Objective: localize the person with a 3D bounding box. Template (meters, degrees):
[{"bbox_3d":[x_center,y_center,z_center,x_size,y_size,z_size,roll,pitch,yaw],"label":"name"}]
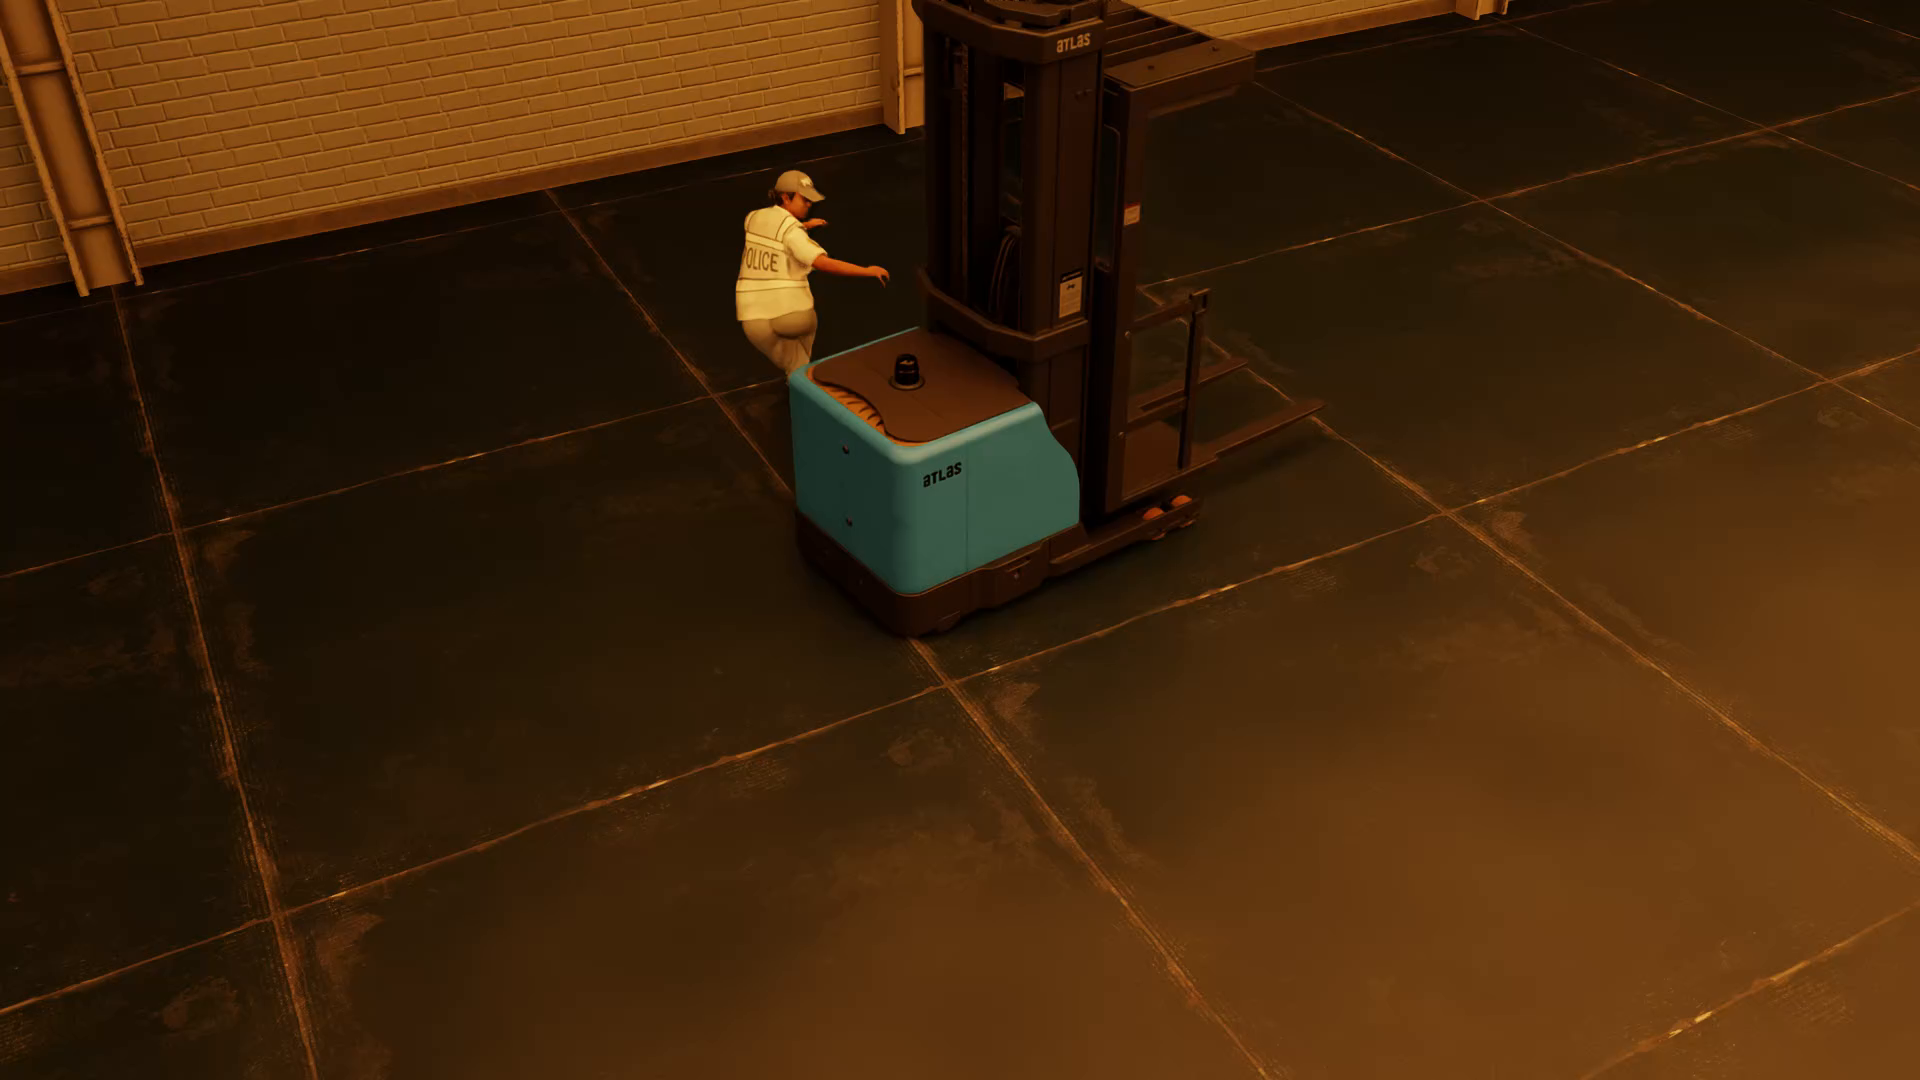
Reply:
[{"bbox_3d":[-0.798,-1.367,9.364,0.899,1.442,0.980,10,36,13],"label":"person"}]

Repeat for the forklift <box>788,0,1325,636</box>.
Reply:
[{"bbox_3d":[0.647,-1.420,8.132,3.031,2.935,1.130,-23,41,-29],"label":"forklift"}]
